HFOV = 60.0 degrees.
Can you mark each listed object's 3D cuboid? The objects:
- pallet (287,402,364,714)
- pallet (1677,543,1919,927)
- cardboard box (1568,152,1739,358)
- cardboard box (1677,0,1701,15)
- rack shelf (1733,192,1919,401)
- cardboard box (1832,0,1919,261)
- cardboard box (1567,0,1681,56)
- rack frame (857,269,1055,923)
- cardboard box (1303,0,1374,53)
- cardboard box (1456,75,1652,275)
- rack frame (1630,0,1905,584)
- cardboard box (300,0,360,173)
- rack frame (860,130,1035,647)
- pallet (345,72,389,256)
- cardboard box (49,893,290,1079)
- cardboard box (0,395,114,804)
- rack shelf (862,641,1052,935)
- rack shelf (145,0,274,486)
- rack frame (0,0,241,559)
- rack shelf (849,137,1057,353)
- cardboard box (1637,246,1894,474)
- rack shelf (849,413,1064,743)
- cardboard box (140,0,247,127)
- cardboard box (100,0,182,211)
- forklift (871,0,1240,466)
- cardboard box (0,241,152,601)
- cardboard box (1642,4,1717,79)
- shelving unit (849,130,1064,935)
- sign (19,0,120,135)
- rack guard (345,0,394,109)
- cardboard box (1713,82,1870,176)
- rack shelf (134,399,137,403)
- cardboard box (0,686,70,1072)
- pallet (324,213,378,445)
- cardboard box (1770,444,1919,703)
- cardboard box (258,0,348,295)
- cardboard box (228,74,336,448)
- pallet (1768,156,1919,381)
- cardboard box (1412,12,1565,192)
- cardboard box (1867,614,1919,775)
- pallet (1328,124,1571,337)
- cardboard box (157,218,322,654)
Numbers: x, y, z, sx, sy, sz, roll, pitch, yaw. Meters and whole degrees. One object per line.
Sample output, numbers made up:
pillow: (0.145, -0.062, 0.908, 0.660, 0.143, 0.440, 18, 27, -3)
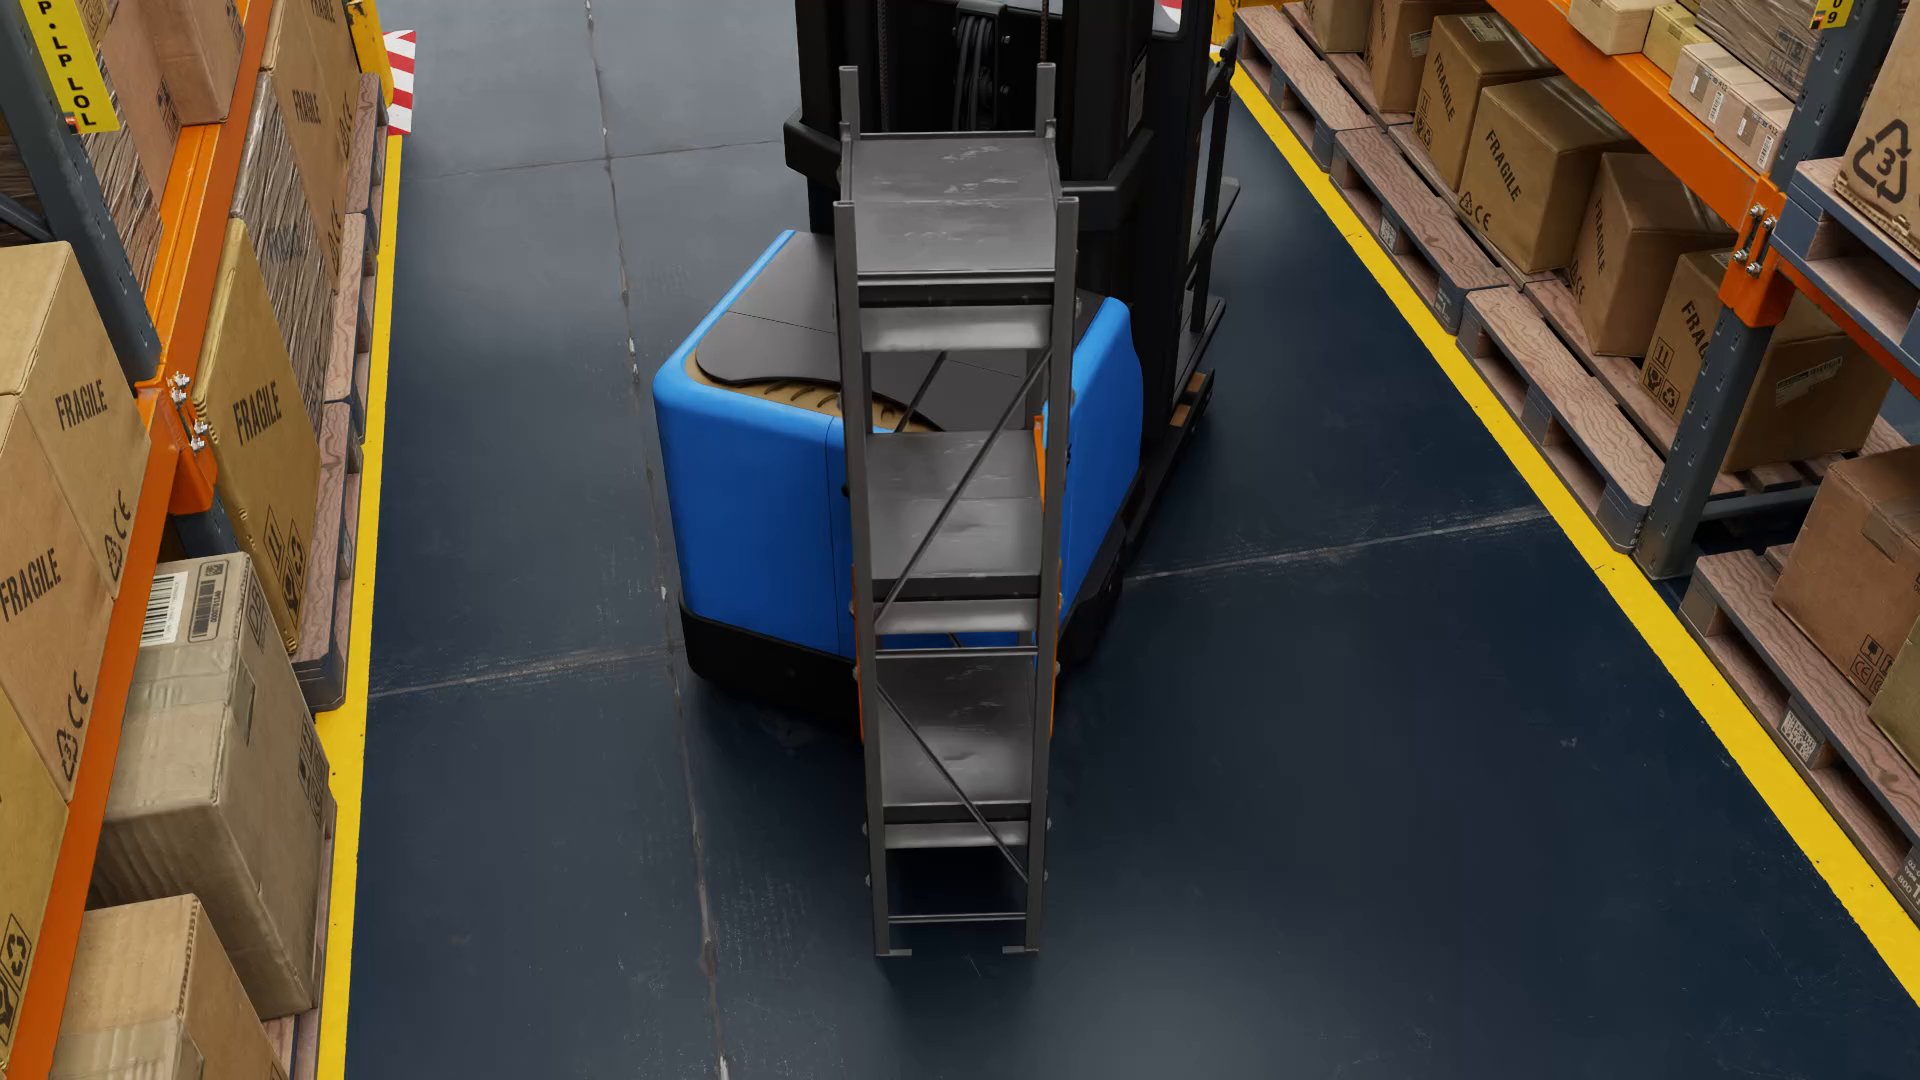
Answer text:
pallet: (-2.358, 0.083, 4.997, 1.003, 0.211, 1.213, -8, 42, -9)
pallet: (2.764, 0.447, 4.588, 1.003, 0.211, 1.213, -8, 42, -9)
cardboard box: (2.224, -2.451, 6.008, 1.144, 2.239, 2.984, 4, 42, 4)
cardboard box: (2.484, -1.879, 4.808, 0.875, 0.500, 0.500, -8, 42, -9)
rack shelf: (3.026, 0.465, 3.009, 1.077, 0.370, 4.000, -8, 42, -9)
cardboard box: (2.629, -0.947, 3.289, 1.000, 1.000, 1.000, -8, 42, -9)
cardboard box: (2.058, -1.584, 4.964, 0.380, 0.149, 0.250, -8, 42, -9)
rack frame: (-0.008, 0.234, 3.405, 0.380, 1.831, 0.006, -1, 42, -2)
cardboard box: (1.849, -2.509, 7.383, 0.500, 0.500, 0.500, -1, 42, -1)
cardboard box: (2.205, -1.349, 6.077, 0.500, 0.500, 0.500, -12, 43, -13)
rack frame: (2.594, -1.101, 4.231, 1.000, 3.000, 0.127, -8, 42, -9)
cardboard box: (-2.923, -1.981, 6.506, 0.875, 0.875, 0.875, -8, 42, -9)
rack frame: (-0.025, -0.090, 3.770, 0.380, 1.831, 0.006, -1, 42, -2)
pallet: (-2.885, -1.498, 6.779, 1.003, 0.211, 1.213, -8, 42, -9)
cardboard box: (-1.844, 1.244, 2.967, 1.050, 0.750, 0.750, -8, 42, -9)
cardboard box: (-1.788, 0.134, 2.764, 0.500, 0.500, 0.500, -9, 42, -10)
rack shelf: (-0.015, 0.605, 4.061, 0.431, 0.518, 0.480, -1, 42, -2)
rack shelf: (-2.702, -1.483, 5.203, 1.077, 0.370, 4.000, -8, 42, -9)
rack frame: (-2.271, -0.456, 3.504, 1.000, 3.000, 0.127, -8, 42, -9)
rack shelf: (-0.015, -0.544, 3.041, 0.368, 0.174, 0.457, -1, 42, -2)
cardboard box: (2.547, -0.588, 5.220, 0.500, 0.500, 0.500, -10, 42, -11)
rack shelf: (-0.015, 0.082, 3.597, 0.431, 0.518, 0.480, -1, 42, -2)
cardboard box: (-2.504, -1.469, 4.533, 0.875, 0.550, 0.550, -8, 42, -9)
cardboard box: (-2.503, -1.102, 4.119, 0.875, 0.550, 0.550, -8, 42, -9)
forklift: (0.231, -1.481, 4.711, 1.121, 2.935, 3.031, 15, 44, 16)
cardboard box: (-1.897, -0.193, 3.133, 0.500, 0.500, 0.500, -9, 42, -10)
cardboard box: (2.221, -1.438, 4.800, 0.380, 0.149, 0.250, -8, 42, -9)
shelving unit: (-5.629, -0.579, 1.951, 11.709, 5.089, 1.686, -1, 42, -2)
sign: (-1.743, -0.943, 3.240, 0.100, 0.325, 0.005, -8, 42, -9)
rack guard: (-3.139, -2.129, 7.272, 1.175, 0.500, 0.348, -8, 42, -9)
cardboard box: (2.261, -1.104, 4.424, 0.380, 0.149, 0.250, -8, 42, -9)
rack shelf: (-1.839, 1.037, 2.217, 0.919, 0.124, 3.809, -8, 42, -9)
cardboard box: (-1.679, 0.462, 2.395, 0.500, 0.500, 0.500, -8, 42, -9)
pallet: (-2.625, -0.709, 5.890, 1.003, 0.211, 1.213, -8, 42, -9)
cardboard box: (2.706, 0.071, 4.462, 0.700, 0.500, 0.500, -11, 43, -13)
cardboard box: (-2.731, -1.411, 5.864, 0.875, 0.875, 0.875, -9, 42, -10)
cardboard box: (-2.536, -0.820, 5.198, 0.875, 0.875, 0.875, -8, 42, -9)
pallet: (2.617, -0.513, 3.713, 1.003, 0.211, 1.213, -8, 42, -9)
cardboard box: (2.128, -1.718, 6.492, 0.500, 0.500, 0.500, -5, 42, -5)
cardboard box: (2.790, 0.382, 4.111, 0.700, 0.500, 0.500, -9, 42, -10)
pallet: (2.148, -1.281, 6.534, 1.003, 0.211, 1.213, -8, 42, -9)
cardboard box: (-2.338, -0.236, 4.540, 0.875, 0.875, 0.875, -8, 42, -9)
